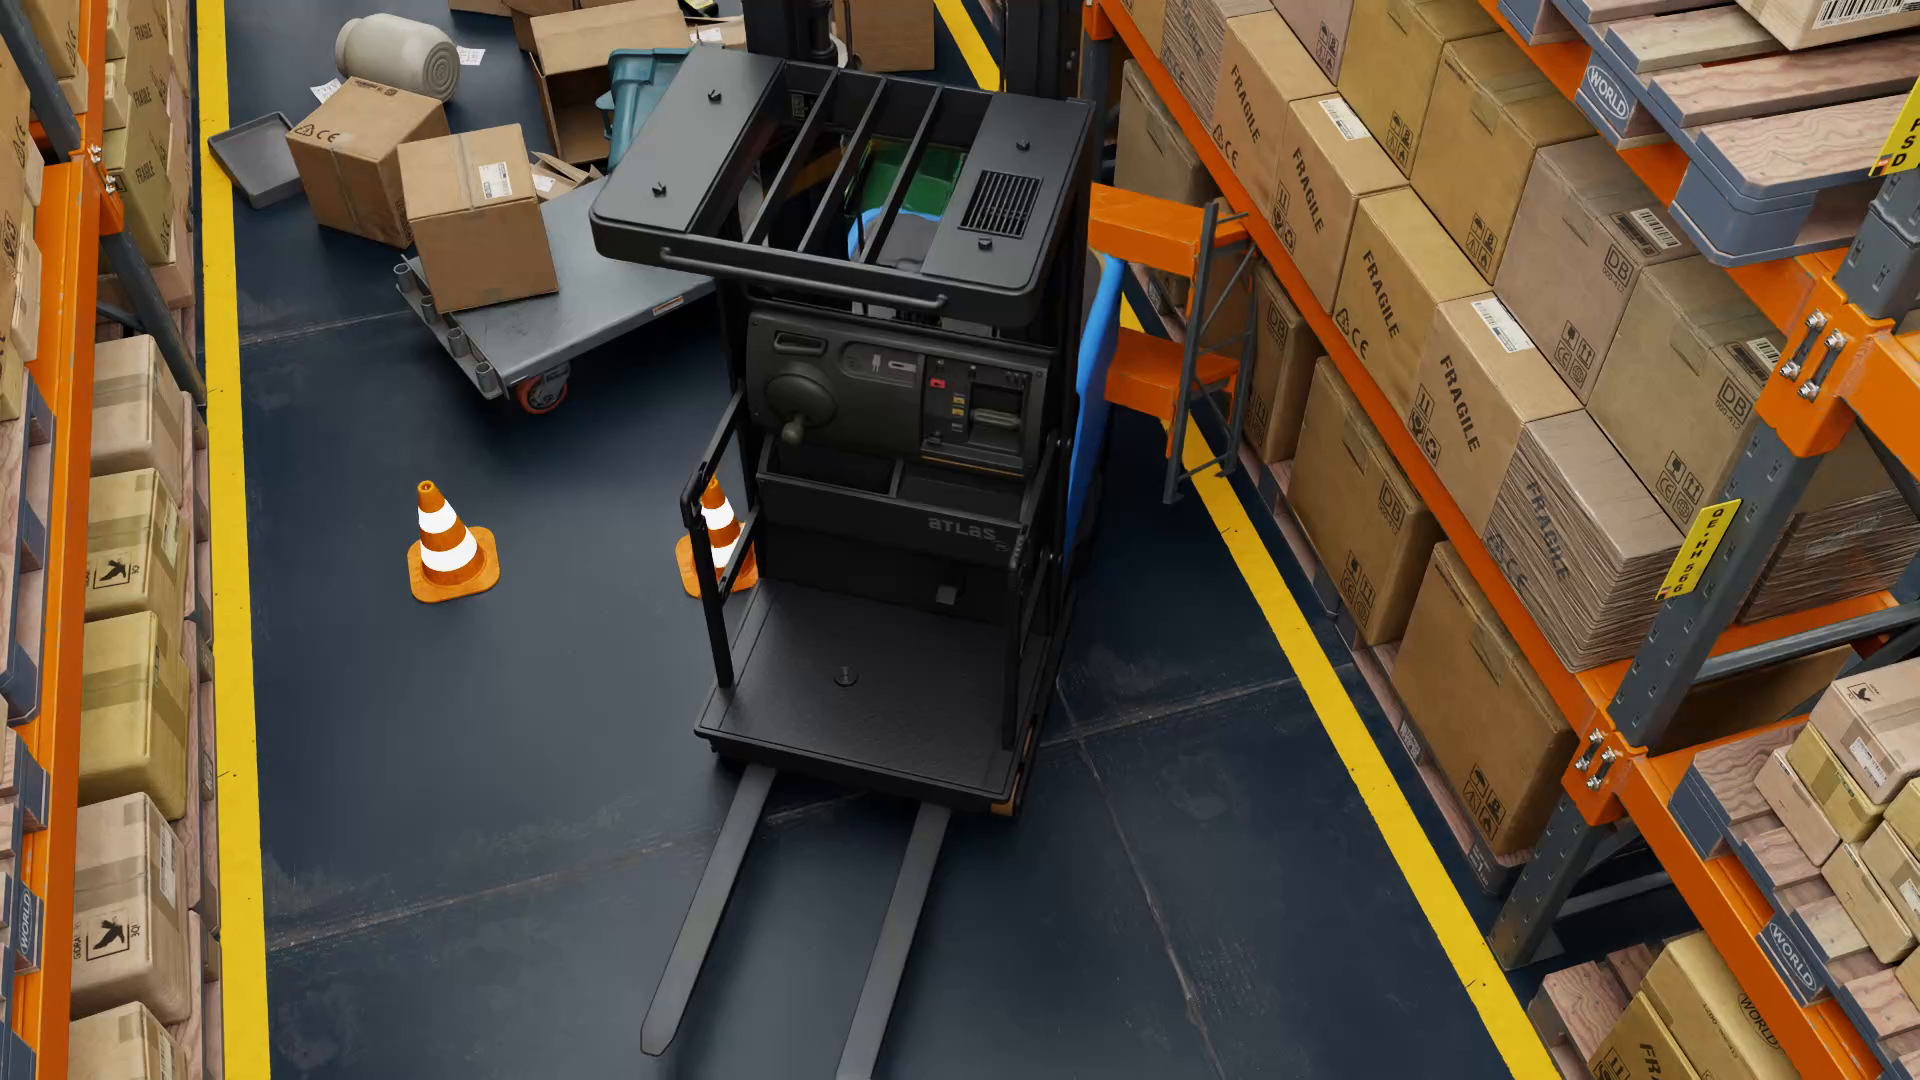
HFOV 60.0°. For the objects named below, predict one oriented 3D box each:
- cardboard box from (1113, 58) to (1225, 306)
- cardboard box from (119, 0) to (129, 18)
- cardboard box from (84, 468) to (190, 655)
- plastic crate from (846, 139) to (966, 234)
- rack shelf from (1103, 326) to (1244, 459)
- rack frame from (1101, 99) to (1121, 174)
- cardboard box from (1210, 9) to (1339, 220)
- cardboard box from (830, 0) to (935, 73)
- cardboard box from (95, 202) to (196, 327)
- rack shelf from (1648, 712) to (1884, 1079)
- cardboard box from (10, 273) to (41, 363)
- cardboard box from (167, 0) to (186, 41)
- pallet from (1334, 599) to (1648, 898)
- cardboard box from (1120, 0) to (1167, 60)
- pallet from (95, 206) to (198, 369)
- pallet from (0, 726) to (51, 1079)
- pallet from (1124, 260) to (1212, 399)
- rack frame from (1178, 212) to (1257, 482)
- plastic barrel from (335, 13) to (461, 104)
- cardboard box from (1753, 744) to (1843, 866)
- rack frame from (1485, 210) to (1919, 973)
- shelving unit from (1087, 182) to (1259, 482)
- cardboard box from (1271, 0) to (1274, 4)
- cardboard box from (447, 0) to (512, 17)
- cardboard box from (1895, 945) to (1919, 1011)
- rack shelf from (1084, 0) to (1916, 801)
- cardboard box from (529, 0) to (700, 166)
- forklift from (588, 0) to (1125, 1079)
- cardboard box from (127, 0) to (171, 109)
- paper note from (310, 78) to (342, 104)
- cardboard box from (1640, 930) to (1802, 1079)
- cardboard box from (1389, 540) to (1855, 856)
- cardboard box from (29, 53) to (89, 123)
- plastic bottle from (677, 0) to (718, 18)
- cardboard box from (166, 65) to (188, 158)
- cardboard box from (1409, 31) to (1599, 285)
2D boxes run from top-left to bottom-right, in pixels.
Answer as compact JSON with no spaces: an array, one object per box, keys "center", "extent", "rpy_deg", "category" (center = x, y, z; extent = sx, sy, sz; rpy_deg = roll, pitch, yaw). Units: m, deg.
[{"center":[1.300,-1.627,7.147],"extent":[1.050,0.750,0.750],"rpy_deg":[-14,51,-11],"category":"cardboard box"},{"center":[-3.801,-2.325,7.147],"extent":[0.380,0.149,0.250],"rpy_deg":[-11,51,-9],"category":"cardboard box"},{"center":[-2.485,2.124,3.010],"extent":[0.950,2.239,7.527],"rpy_deg":[-10,51,-9],"category":"cardboard box"},{"center":[-0.273,-1.593,7.722],"extent":[0.450,0.188,0.662],"rpy_deg":[16,51,0],"category":"plastic crate"},{"center":[0.541,-0.653,6.483],"extent":[1.000,0.278,0.538],"rpy_deg":[22,29,32],"category":"rack shelf"},{"center":[1.033,-2.651,6.813],"extent":[0.949,2.616,0.053],"rpy_deg":[-13,51,-11],"category":"rack frame"},{"center":[1.224,-1.503,5.780],"extent":[0.500,0.500,0.500],"rpy_deg":[-14,51,-11],"category":"cardboard box"},{"center":[-0.409,-2.747,8.527],"extent":[0.500,0.500,0.500],"rpy_deg":[-6,50,-5],"category":"cardboard box"},{"center":[-3.585,-1.198,7.112],"extent":[0.500,0.250,0.500],"rpy_deg":[-15,52,-13],"category":"cardboard box"},{"center":[2.805,1.878,3.291],"extent":[0.919,0.052,3.809],"rpy_deg":[-13,51,-11],"category":"rack shelf"},{"center":[-3.002,-0.636,5.004],"extent":[0.380,0.149,0.250],"rpy_deg":[-13,51,-11],"category":"cardboard box"},{"center":[-4.210,-2.718,8.393],"extent":[0.500,0.250,0.500],"rpy_deg":[-13,51,-11],"category":"cardboard box"},{"center":[2.052,0.577,5.915],"extent":[1.003,0.211,1.213],"rpy_deg":[-13,51,-11],"category":"pallet"},{"center":[0.929,-2.238,6.399],"extent":[0.500,0.500,0.500],"rpy_deg":[-13,51,-11],"category":"cardboard box"},{"center":[-3.901,-1.041,7.279],"extent":[1.003,0.211,1.213],"rpy_deg":[-13,51,-11],"category":"pallet"},{"center":[-2.798,1.030,3.835],"extent":[1.213,0.211,1.003],"rpy_deg":[-13,51,-11],"category":"pallet"},{"center":[1.330,-1.205,7.417],"extent":[1.003,0.211,1.213],"rpy_deg":[-13,51,-11],"category":"pallet"},{"center":[0.960,-0.714,6.110],"extent":[0.013,0.981,0.475],"rpy_deg":[22,29,32],"category":"rack frame"},{"center":[-2.794,-2.382,8.271],"extent":[0.512,0.421,0.421],"rpy_deg":[18,52,14],"category":"plastic barrel"},{"center":[2.153,0.589,3.971],"extent":[0.380,0.149,0.250],"rpy_deg":[-14,51,-11],"category":"cardboard box"},{"center":[2.213,0.271,4.349],"extent":[1.000,3.000,0.127],"rpy_deg":[-13,51,-11],"category":"rack frame"},{"center":[0.561,-0.874,6.381],"extent":[1.030,0.981,0.538],"rpy_deg":[22,29,32],"category":"shelving unit"},{"center":[1.337,-2.268,5.771],"extent":[0.700,0.500,0.500],"rpy_deg":[-14,51,-12],"category":"cardboard box"},{"center":[-2.534,-2.960,8.938],"extent":[0.380,0.149,0.250],"rpy_deg":[10,51,8],"category":"cardboard box"},{"center":[2.312,0.982,3.639],"extent":[0.380,0.149,0.250],"rpy_deg":[-11,51,-9],"category":"cardboard box"},{"center":[1.622,-0.958,5.856],"extent":[1.077,0.370,4.000],"rpy_deg":[-13,51,-11],"category":"rack shelf"},{"center":[-1.629,-2.226,7.999],"extent":[0.797,0.637,0.503],"rpy_deg":[-13,51,-11],"category":"cardboard box"},{"center":[-0.251,-0.301,4.934],"extent":[1.129,2.843,3.031],"rpy_deg":[11,51,9],"category":"forklift"},{"center":[-3.906,-2.207,7.472],"extent":[0.500,0.500,0.500],"rpy_deg":[-11,51,-9],"category":"cardboard box"},{"center":[-3.202,-2.283,8.444],"extent":[0.142,0.019,0.148],"rpy_deg":[-30,56,-23],"category":"paper note"},{"center":[2.186,1.258,4.387],"extent":[0.500,0.250,0.500],"rpy_deg":[-15,52,-13],"category":"cardboard box"},{"center":[2.119,0.396,5.441],"extent":[1.050,0.750,0.750],"rpy_deg":[-14,51,-11],"category":"cardboard box"},{"center":[-3.455,-1.679,6.157],"extent":[0.380,0.149,0.250],"rpy_deg":[-14,51,-11],"category":"cardboard box"},{"center":[-1.389,-2.864,8.914],"extent":[0.133,0.061,0.283],"rpy_deg":[-30,56,-23],"category":"plastic bottle"},{"center":[-3.913,-1.973,7.764],"extent":[0.500,0.250,0.500],"rpy_deg":[-14,51,-11],"category":"cardboard box"},{"center":[1.785,-1.157,4.834],"extent":[0.700,0.500,0.500],"rpy_deg":[-14,51,-12],"category":"cardboard box"}]
